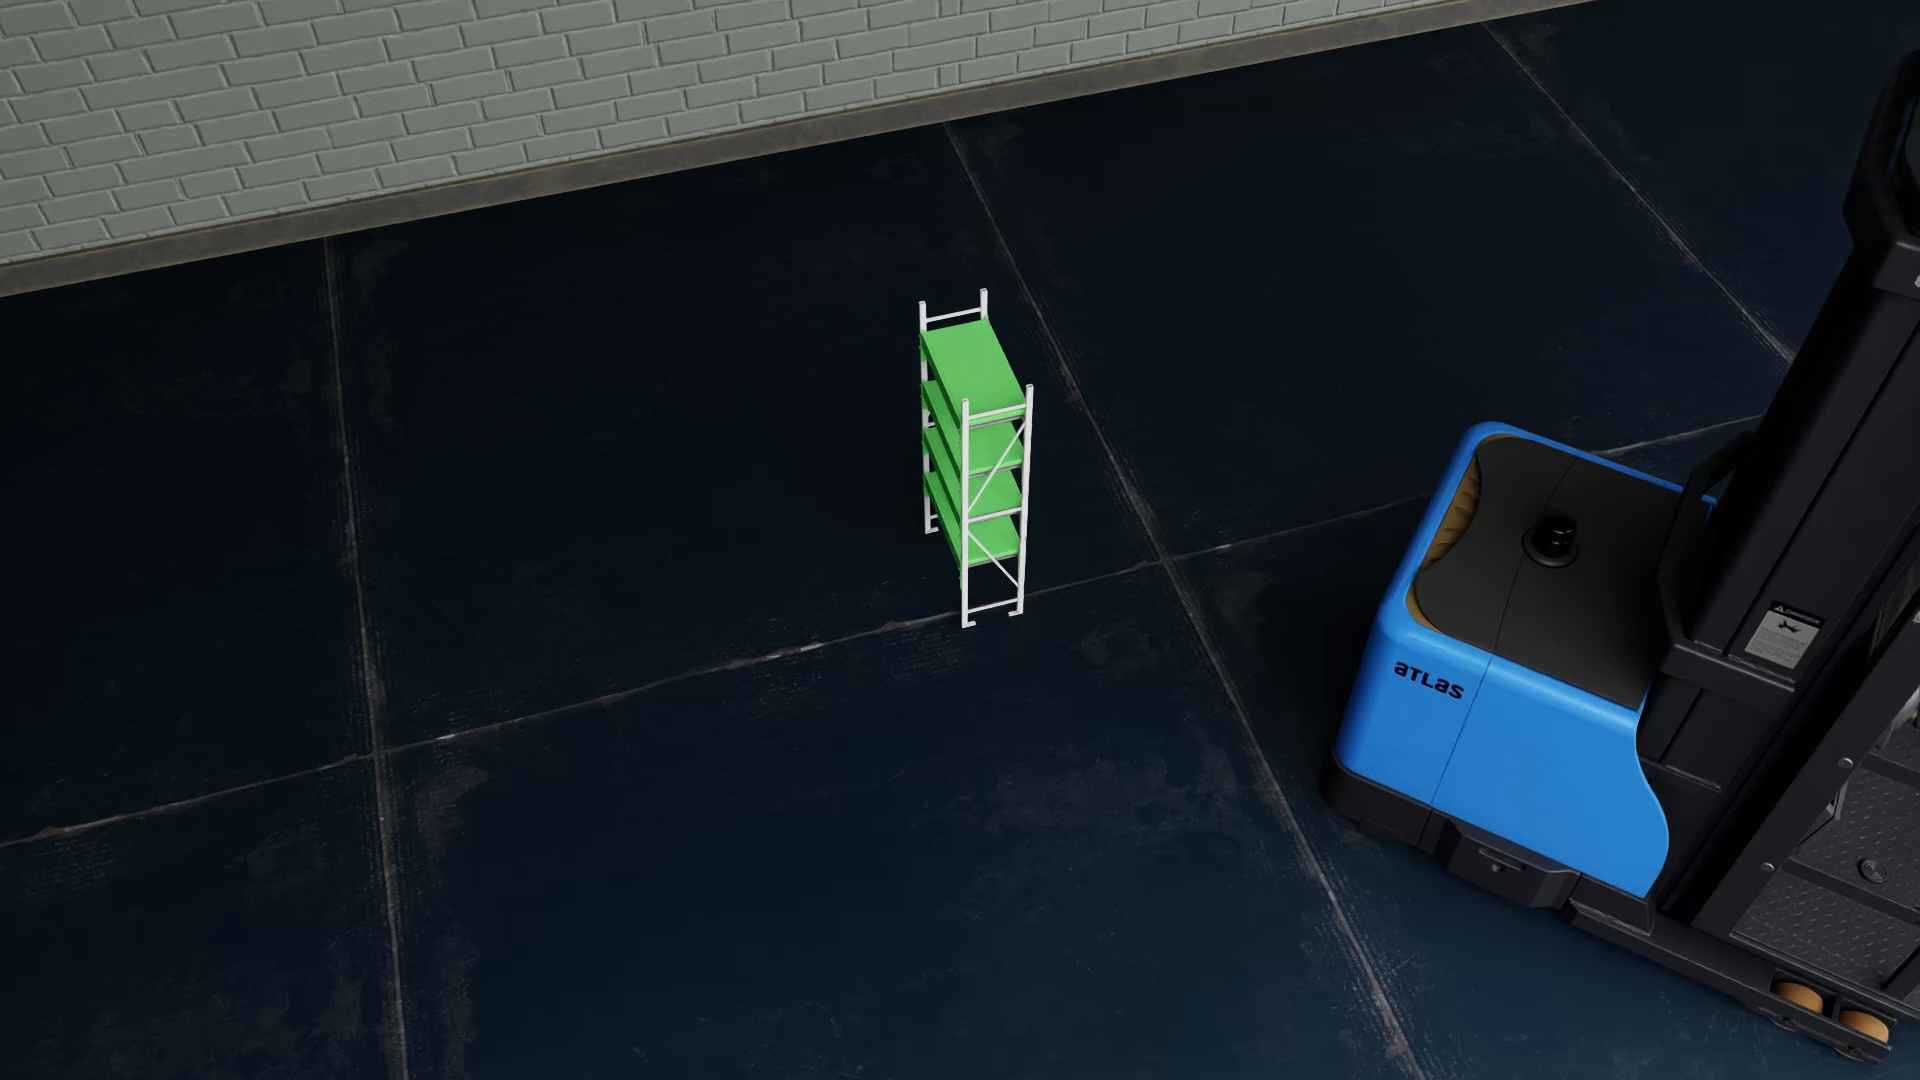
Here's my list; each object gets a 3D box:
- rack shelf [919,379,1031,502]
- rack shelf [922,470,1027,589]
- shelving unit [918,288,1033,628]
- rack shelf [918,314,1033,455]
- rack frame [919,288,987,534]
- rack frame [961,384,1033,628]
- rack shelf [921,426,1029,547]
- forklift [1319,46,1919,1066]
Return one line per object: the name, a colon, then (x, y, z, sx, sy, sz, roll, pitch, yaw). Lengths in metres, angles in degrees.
rack shelf: (0.049, -0.379, 5.844, 0.258, 0.148, 0.480, -13, 51, -11)
rack shelf: (0.049, -0.070, 6.211, 0.258, 0.148, 0.480, -13, 51, -11)
shelving unit: (0.049, -0.266, 5.979, 0.258, 1.200, 0.503, -13, 51, -11)
rack shelf: (0.049, -0.534, 5.661, 0.258, 0.148, 0.480, -13, 51, -11)
rack frame: (-0.023, -0.444, 6.129, 0.240, 1.200, 0.015, -13, 51, -11)
rack frame: (0.121, -0.088, 5.829, 0.240, 1.200, 0.015, -13, 51, -11)
rack shelf: (0.049, -0.225, 6.028, 0.258, 0.148, 0.480, -13, 51, -11)
forklift: (2.777, 0.201, 4.453, 3.031, 2.935, 1.130, 23, 54, 18)
